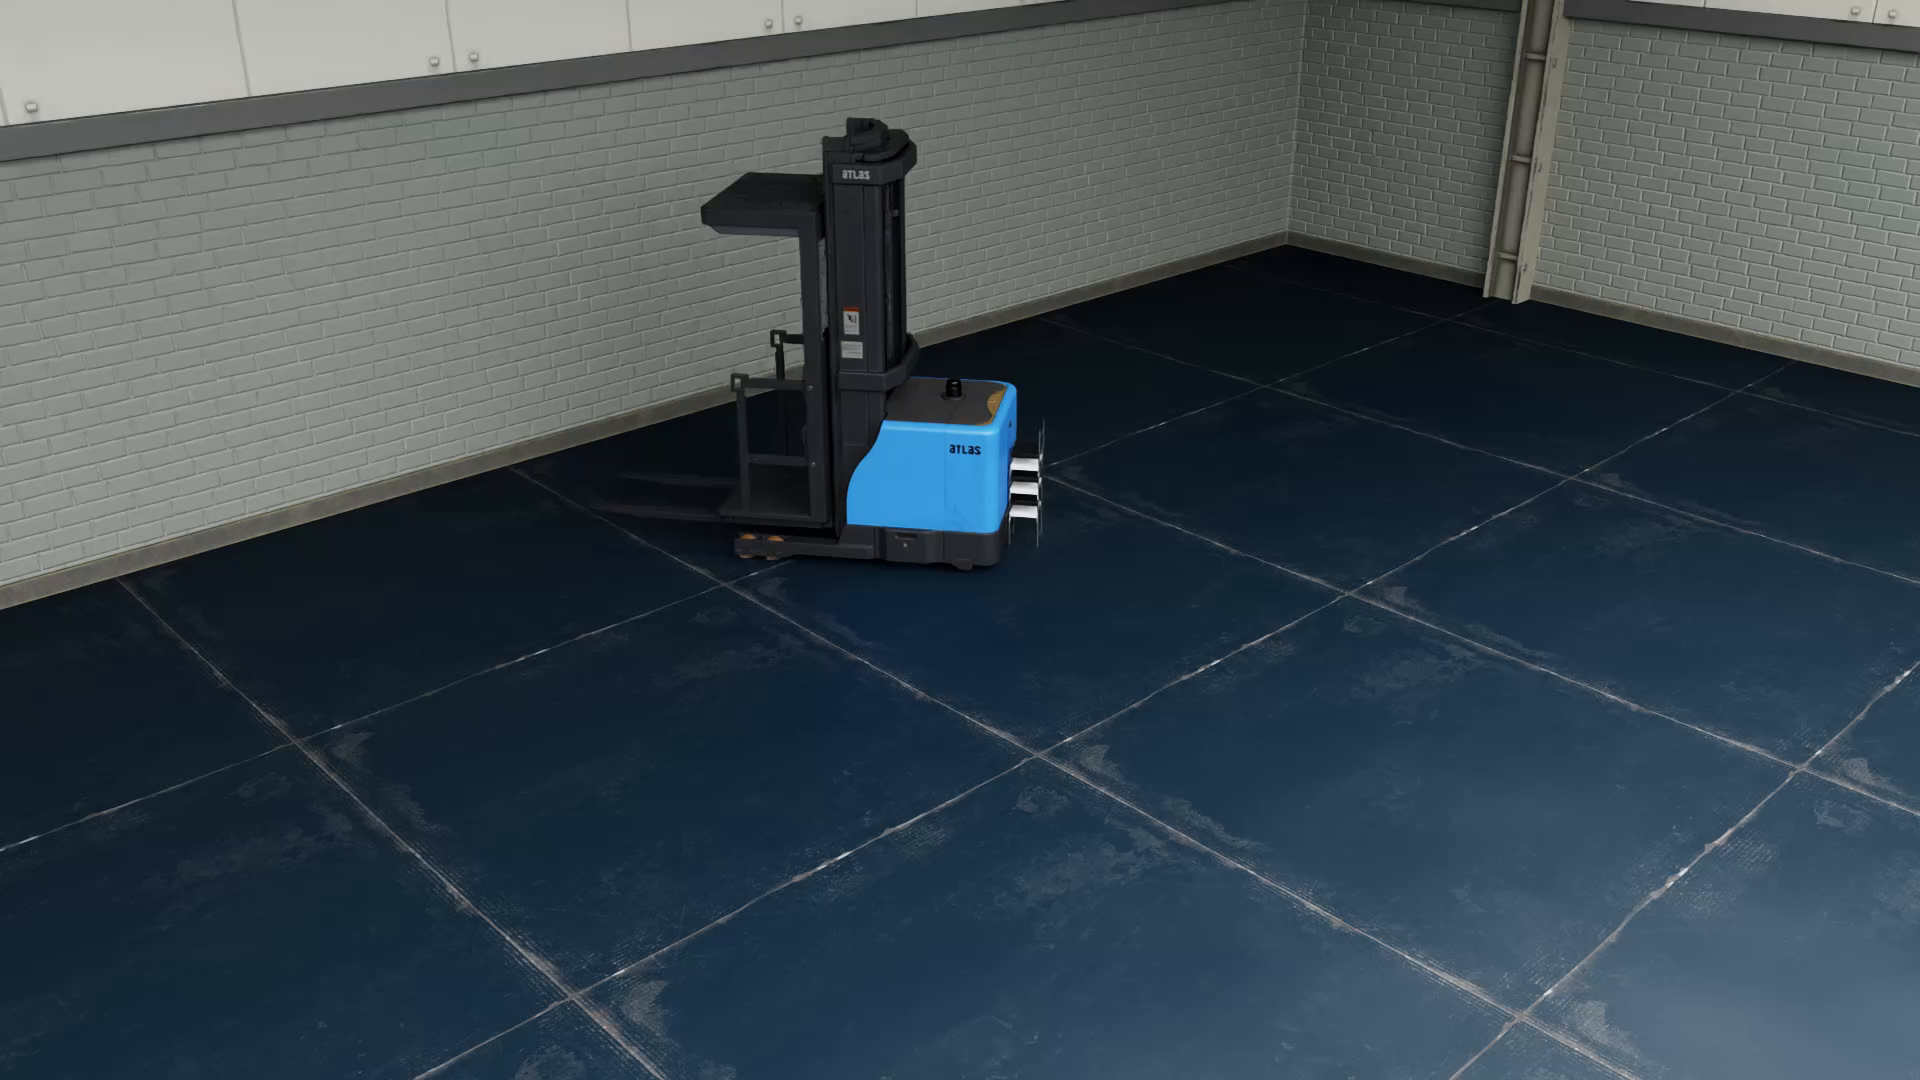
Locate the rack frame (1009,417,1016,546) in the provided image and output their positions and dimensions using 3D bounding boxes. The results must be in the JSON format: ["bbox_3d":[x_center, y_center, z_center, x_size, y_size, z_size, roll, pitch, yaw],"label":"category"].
[{"bbox_3d":[0.373,-0.412,11.866,0.006,0.900,0.240,4,25,9],"label":"rack frame"}]

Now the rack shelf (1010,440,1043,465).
[{"bbox_3d":[0.473,-0.621,11.753,0.200,0.077,0.258,4,25,9],"label":"rack shelf"}]

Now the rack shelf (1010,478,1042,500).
[{"bbox_3d":[0.473,-0.375,11.865,0.200,0.077,0.258,4,25,9],"label":"rack shelf"}]

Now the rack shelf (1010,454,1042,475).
[{"bbox_3d":[0.473,-0.539,11.790,0.200,0.077,0.258,4,25,9],"label":"rack shelf"}]

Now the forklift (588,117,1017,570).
[{"bbox_3d":[-1.144,-1.402,11.588,3.031,2.935,1.130,4,25,9],"label":"forklift"}]

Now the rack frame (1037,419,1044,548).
[{"bbox_3d":[0.573,-0.398,11.835,0.006,0.900,0.240,4,25,9],"label":"rack frame"}]

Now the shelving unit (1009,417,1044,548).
[{"bbox_3d":[0.473,-0.405,11.851,0.210,0.900,0.258,4,25,9],"label":"shelving unit"}]

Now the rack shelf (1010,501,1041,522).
[{"bbox_3d":[0.473,-0.211,11.939,0.200,0.077,0.258,4,25,9],"label":"rack shelf"}]

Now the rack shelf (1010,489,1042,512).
[{"bbox_3d":[0.473,-0.293,11.902,0.200,0.077,0.258,4,25,9],"label":"rack shelf"}]

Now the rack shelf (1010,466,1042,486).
[{"bbox_3d":[0.473,-0.457,11.827,0.200,0.077,0.258,4,25,9],"label":"rack shelf"}]

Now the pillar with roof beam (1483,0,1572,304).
[{"bbox_3d":[2.677,-5.455,13.162,9.100,9.000,0.400,-21,32,-38],"label":"pillar with roof beam"}]
